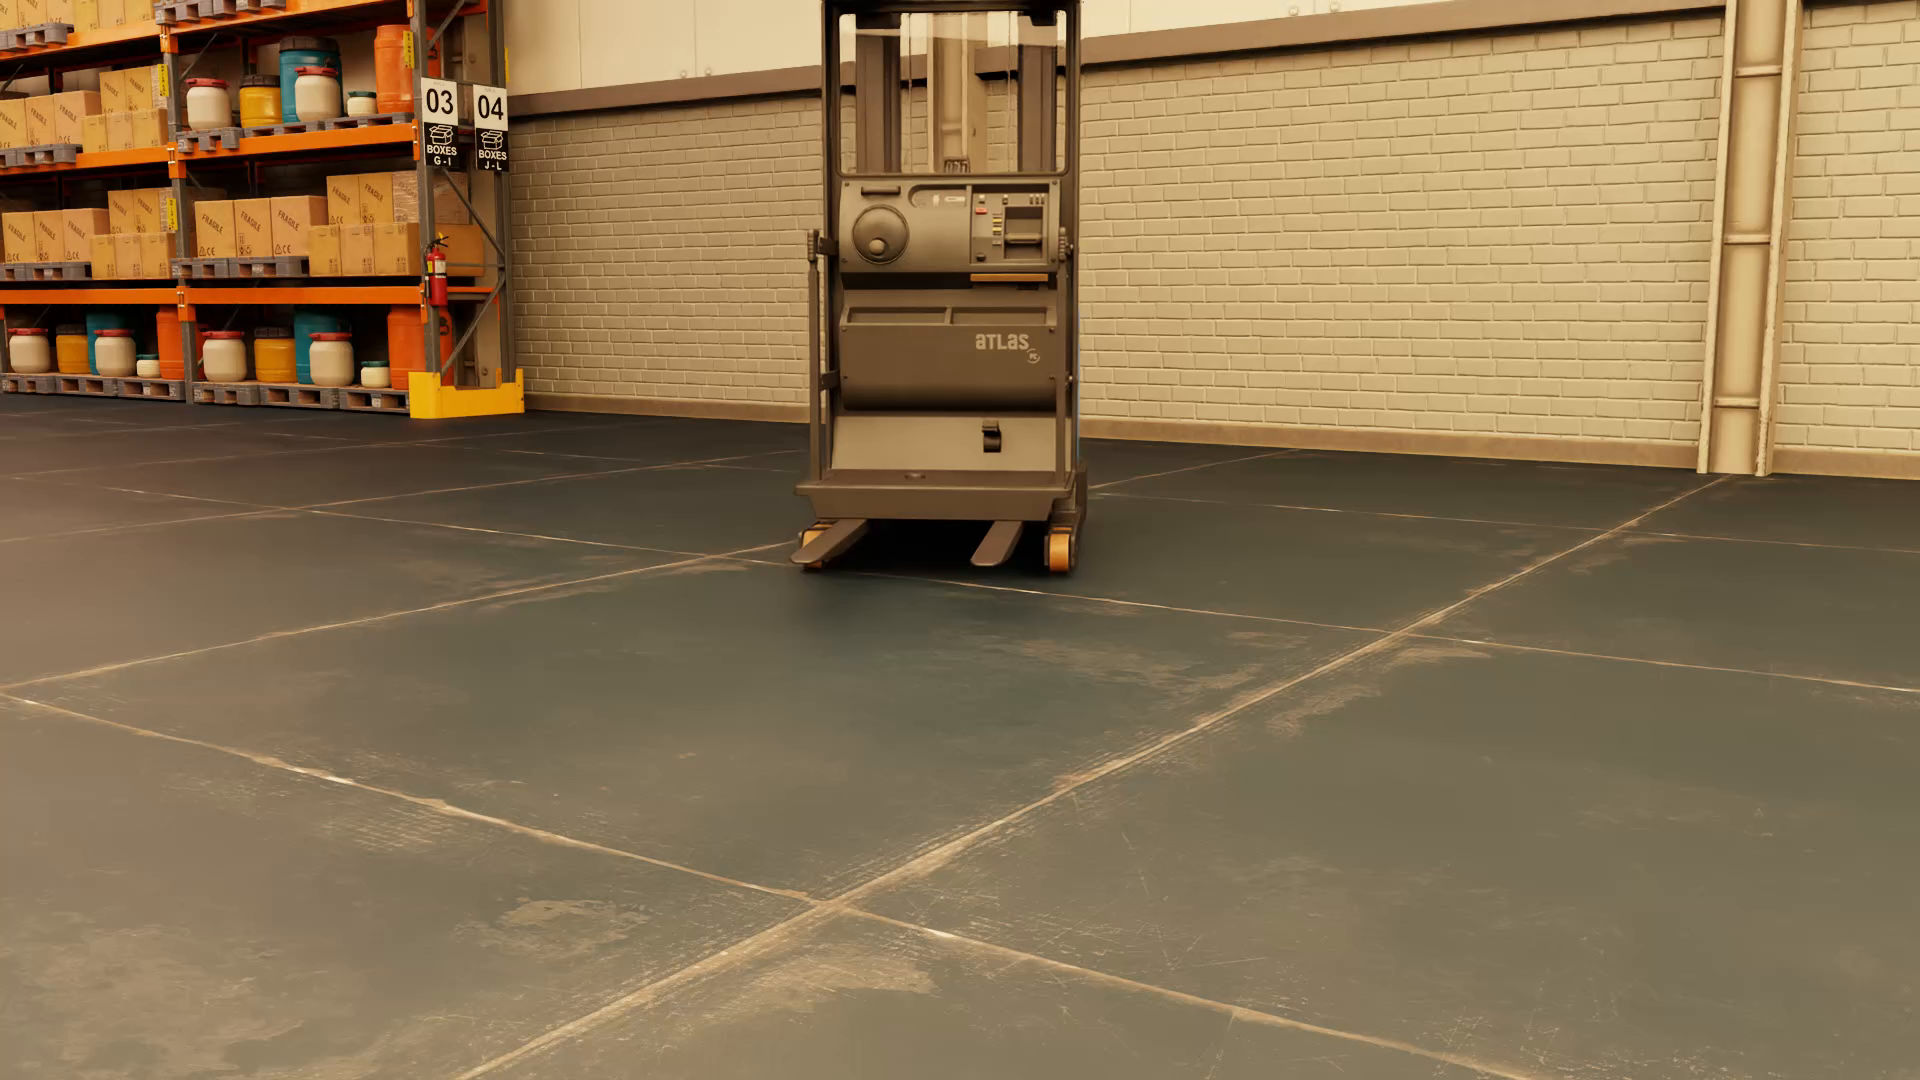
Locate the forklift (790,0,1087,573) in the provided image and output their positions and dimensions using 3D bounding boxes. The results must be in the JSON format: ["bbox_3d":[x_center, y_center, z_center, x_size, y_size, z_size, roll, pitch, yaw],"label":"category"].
[{"bbox_3d":[-0.064,-1.366,6.796,1.130,2.935,3.031,1,8,6],"label":"forklift"}]
